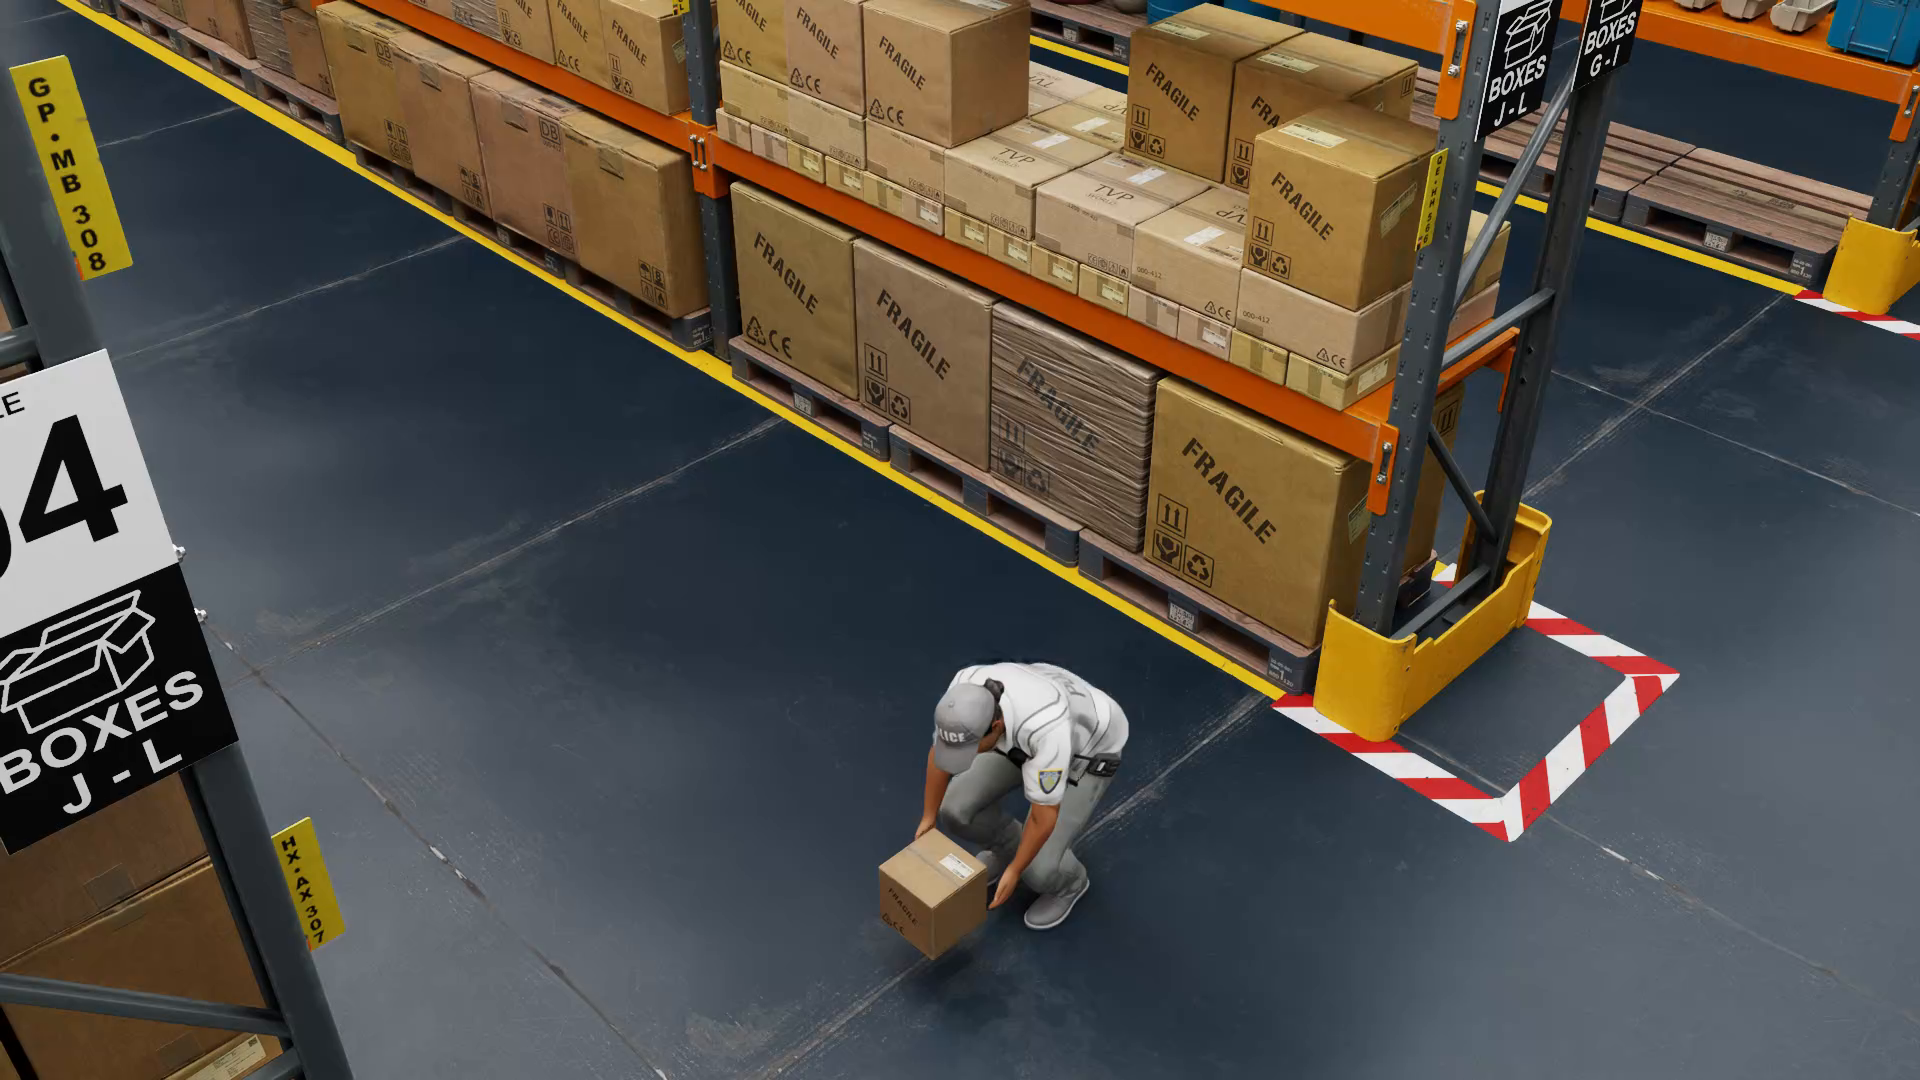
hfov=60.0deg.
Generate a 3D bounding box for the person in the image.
[{"bbox_3d":[0.199,0.799,5.472,0.540,1.158,0.798,30,45,35],"label":"person"}]
